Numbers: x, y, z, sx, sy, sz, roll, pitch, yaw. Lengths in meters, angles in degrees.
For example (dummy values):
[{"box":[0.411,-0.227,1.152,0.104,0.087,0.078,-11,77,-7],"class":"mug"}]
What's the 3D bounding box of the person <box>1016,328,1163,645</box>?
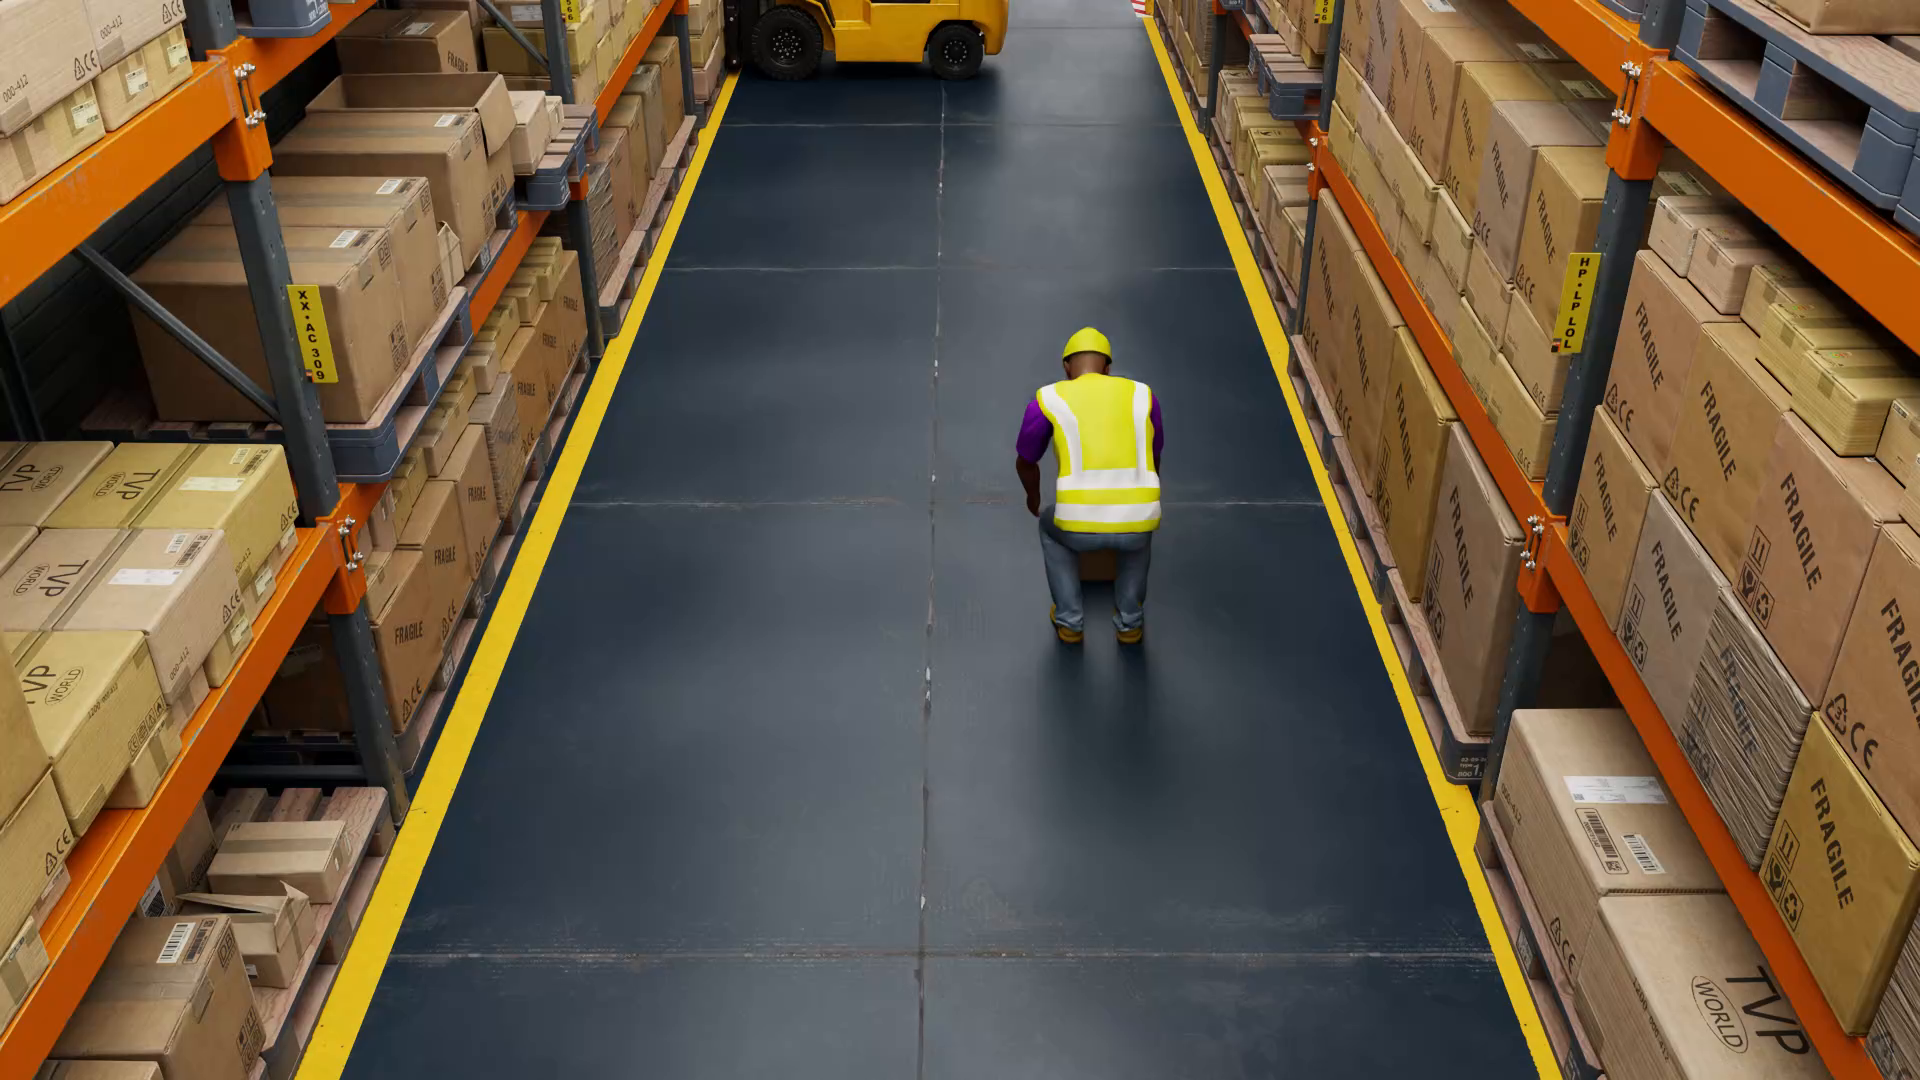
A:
[{"box":[0.545,-0.194,6.955,0.622,1.222,0.838,0,31,0],"class":"person"}]
